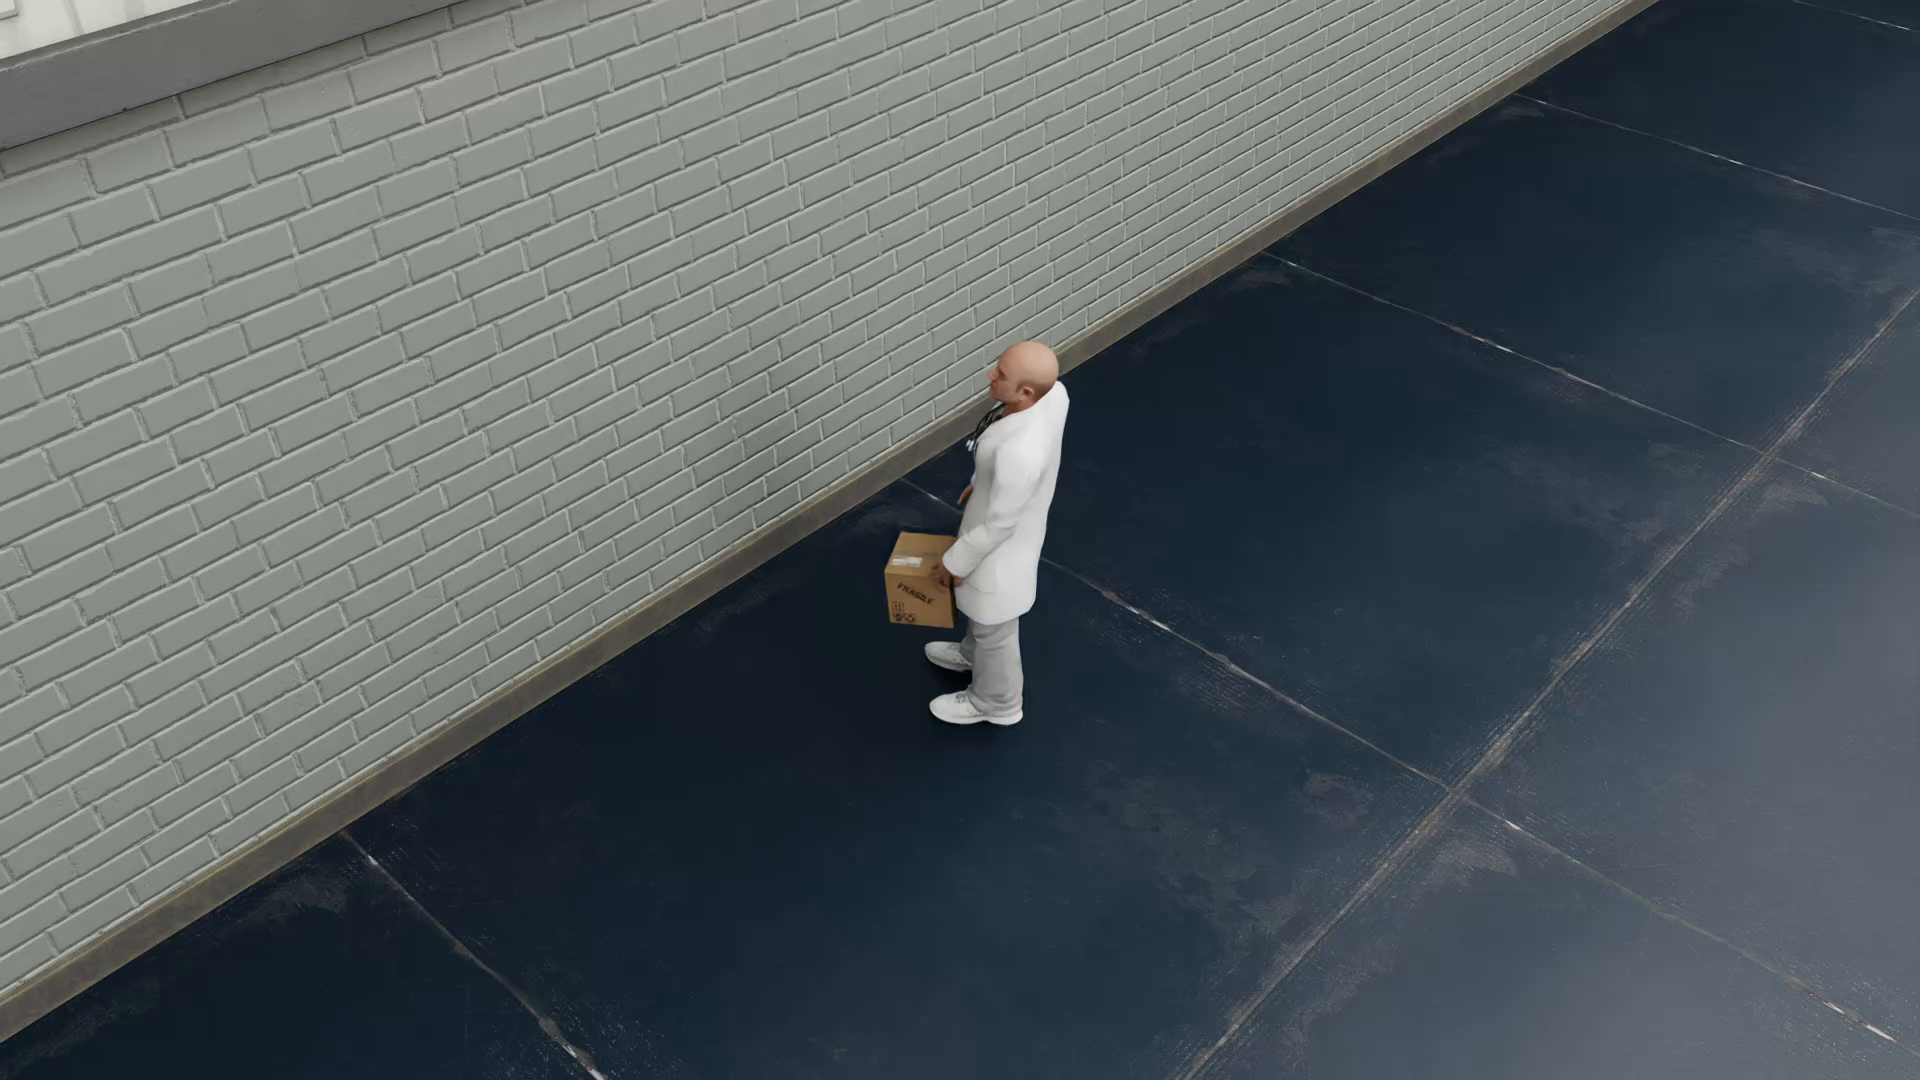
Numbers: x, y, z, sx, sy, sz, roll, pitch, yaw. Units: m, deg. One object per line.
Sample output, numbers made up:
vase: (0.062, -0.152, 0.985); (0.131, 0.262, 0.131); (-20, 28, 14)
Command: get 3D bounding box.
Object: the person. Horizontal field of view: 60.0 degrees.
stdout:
person: (0.071, -0.010, 6.167); (0.576, 1.776, 0.612); (9, 40, 11)
